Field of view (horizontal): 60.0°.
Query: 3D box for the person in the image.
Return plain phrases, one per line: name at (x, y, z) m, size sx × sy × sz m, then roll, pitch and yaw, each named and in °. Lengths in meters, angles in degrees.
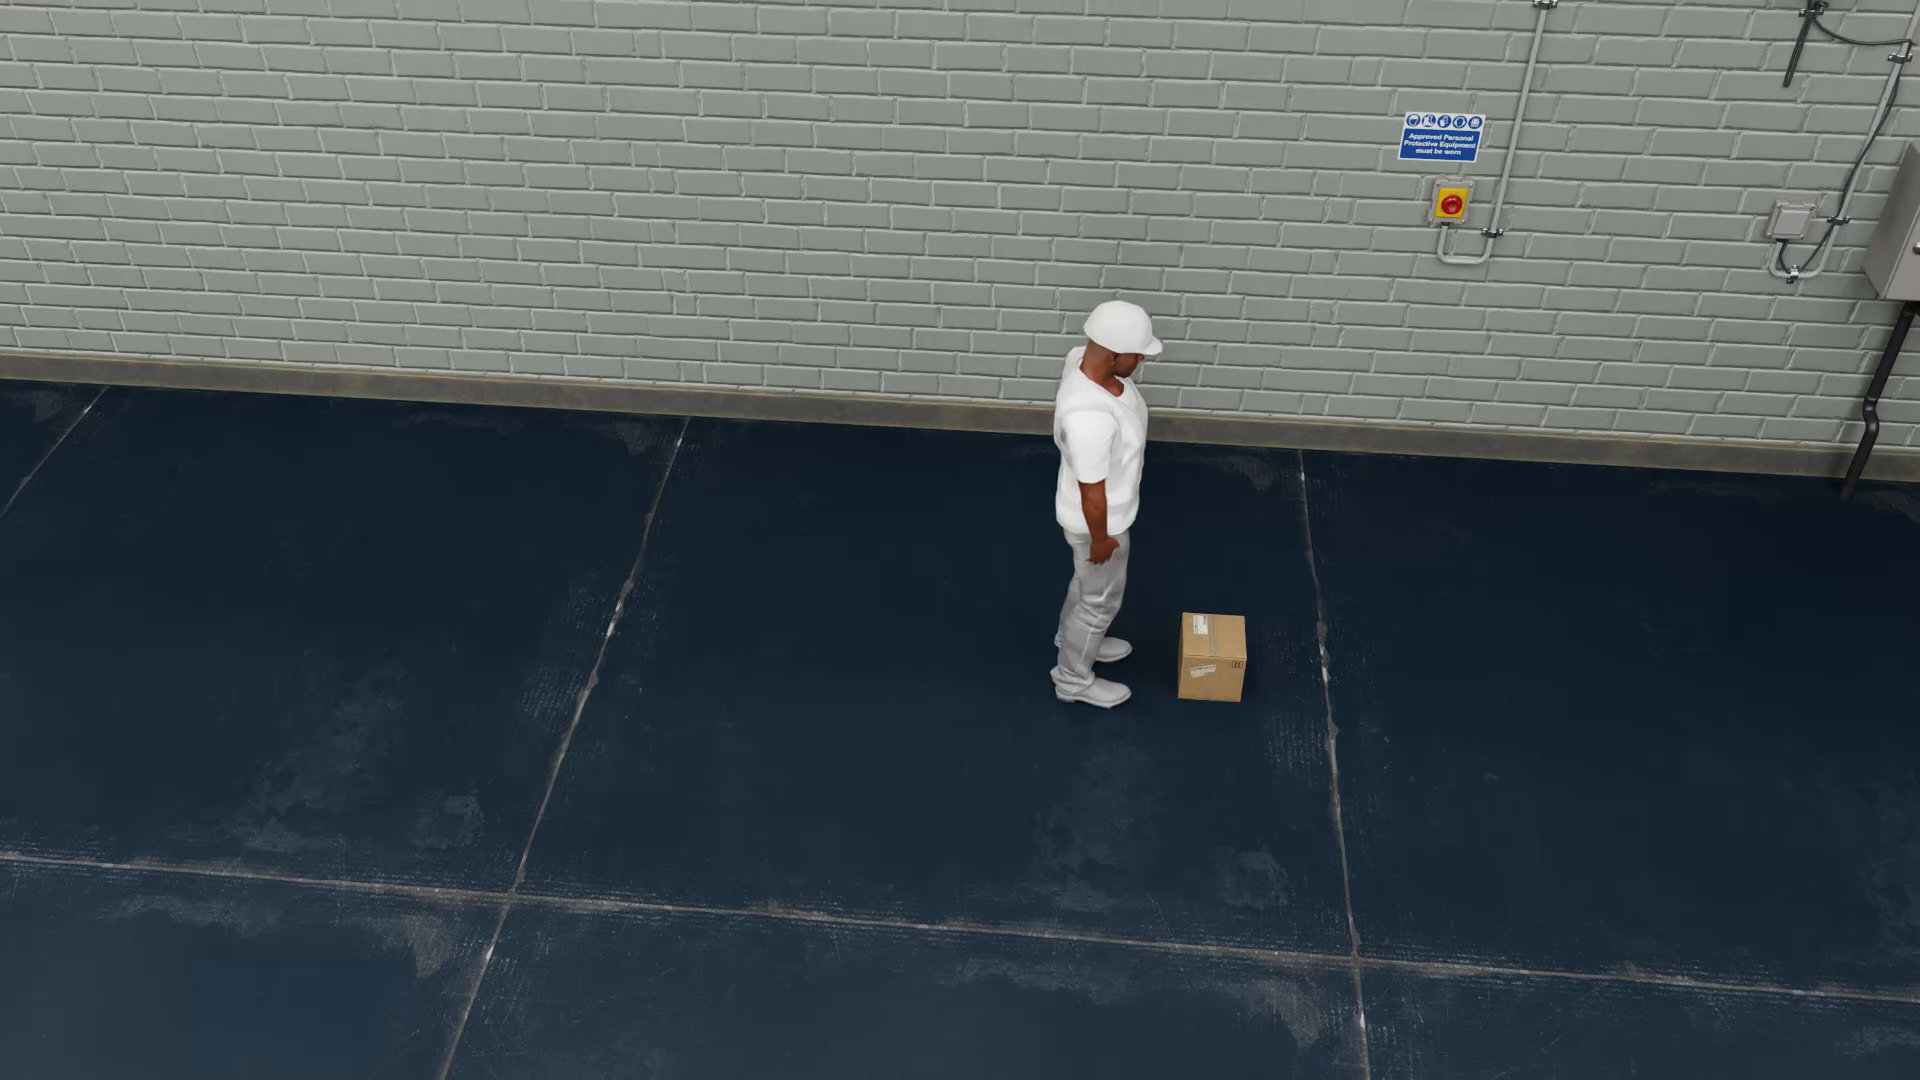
person at (0.529, -0.142, 6.313) m, size 0.368 × 1.758 × 0.567 m, roll 4°, pitch 40°, yaw 5°
